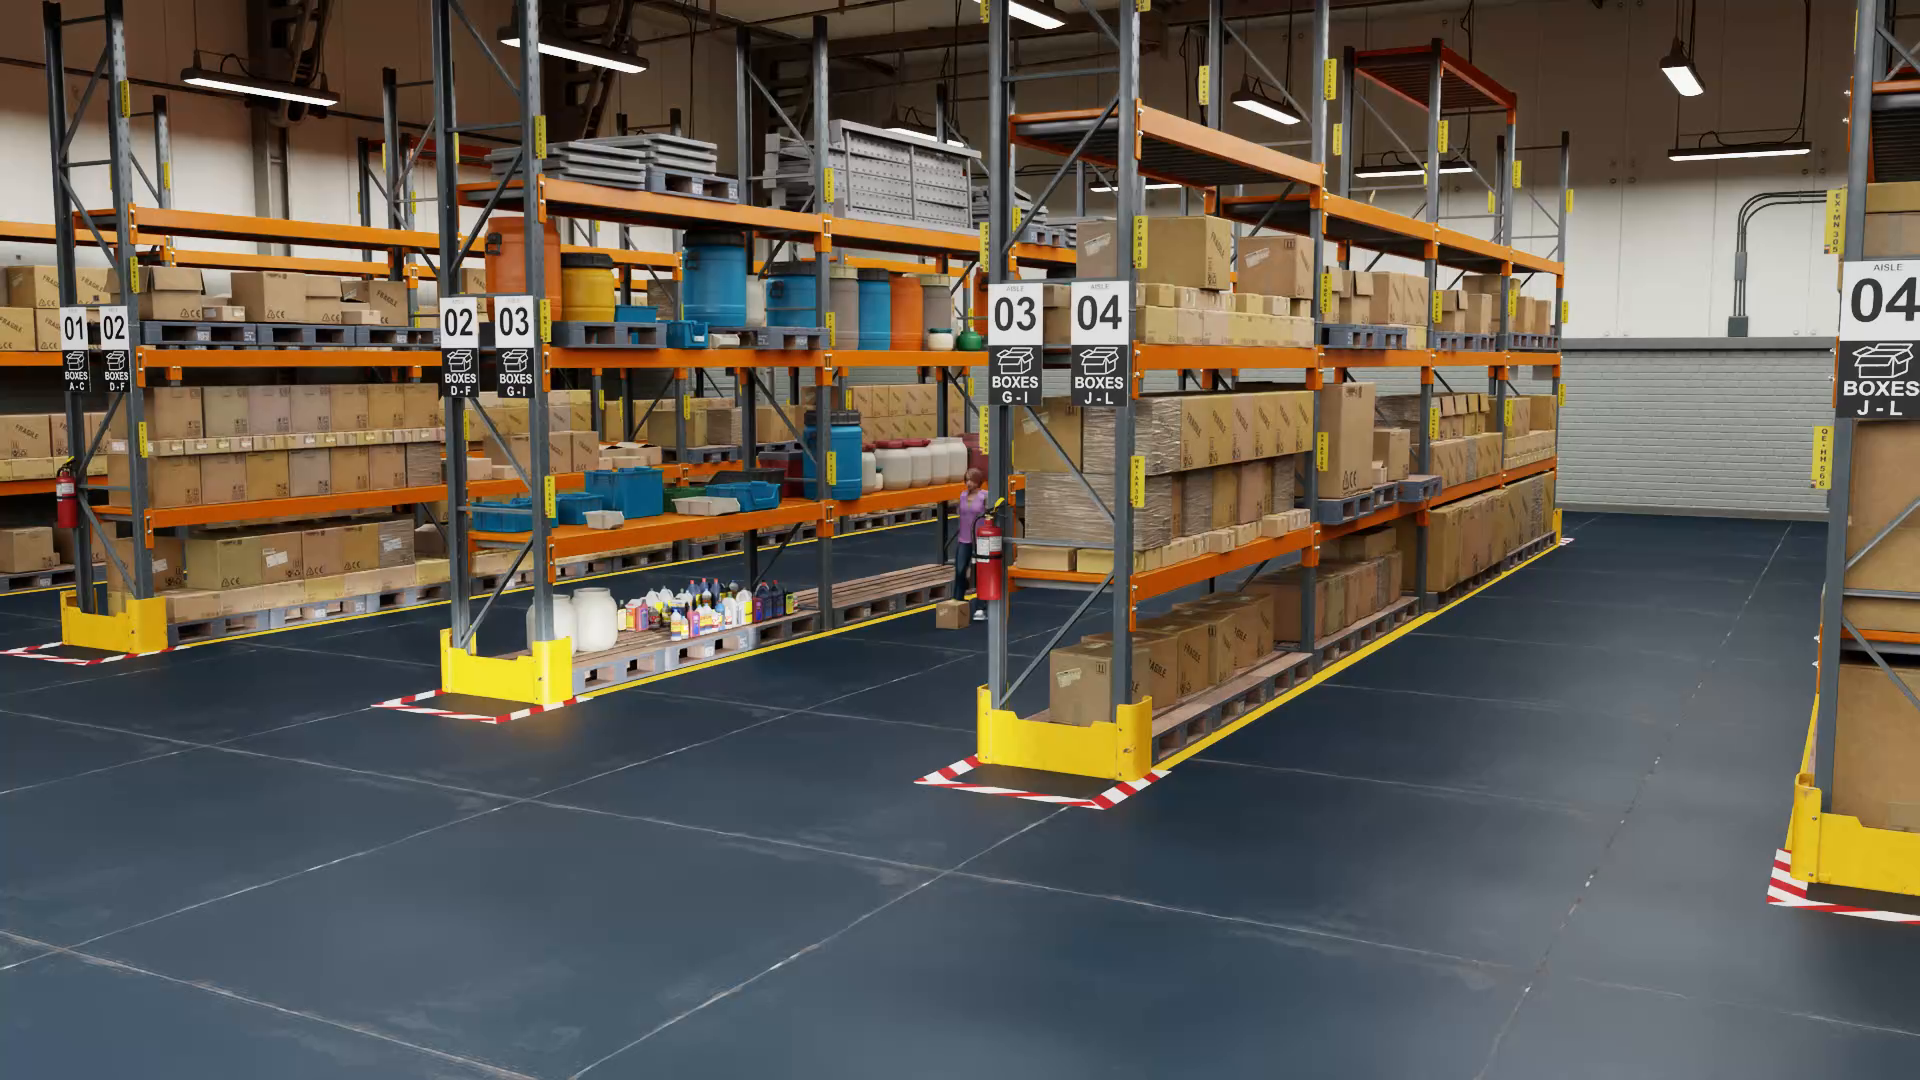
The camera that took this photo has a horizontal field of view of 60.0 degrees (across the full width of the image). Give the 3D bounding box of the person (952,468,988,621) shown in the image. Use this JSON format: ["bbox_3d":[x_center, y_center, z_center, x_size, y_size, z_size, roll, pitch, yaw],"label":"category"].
[{"bbox_3d":[0.124,0.059,17.175,0.424,1.580,0.583,2,7,22],"label":"person"}]
